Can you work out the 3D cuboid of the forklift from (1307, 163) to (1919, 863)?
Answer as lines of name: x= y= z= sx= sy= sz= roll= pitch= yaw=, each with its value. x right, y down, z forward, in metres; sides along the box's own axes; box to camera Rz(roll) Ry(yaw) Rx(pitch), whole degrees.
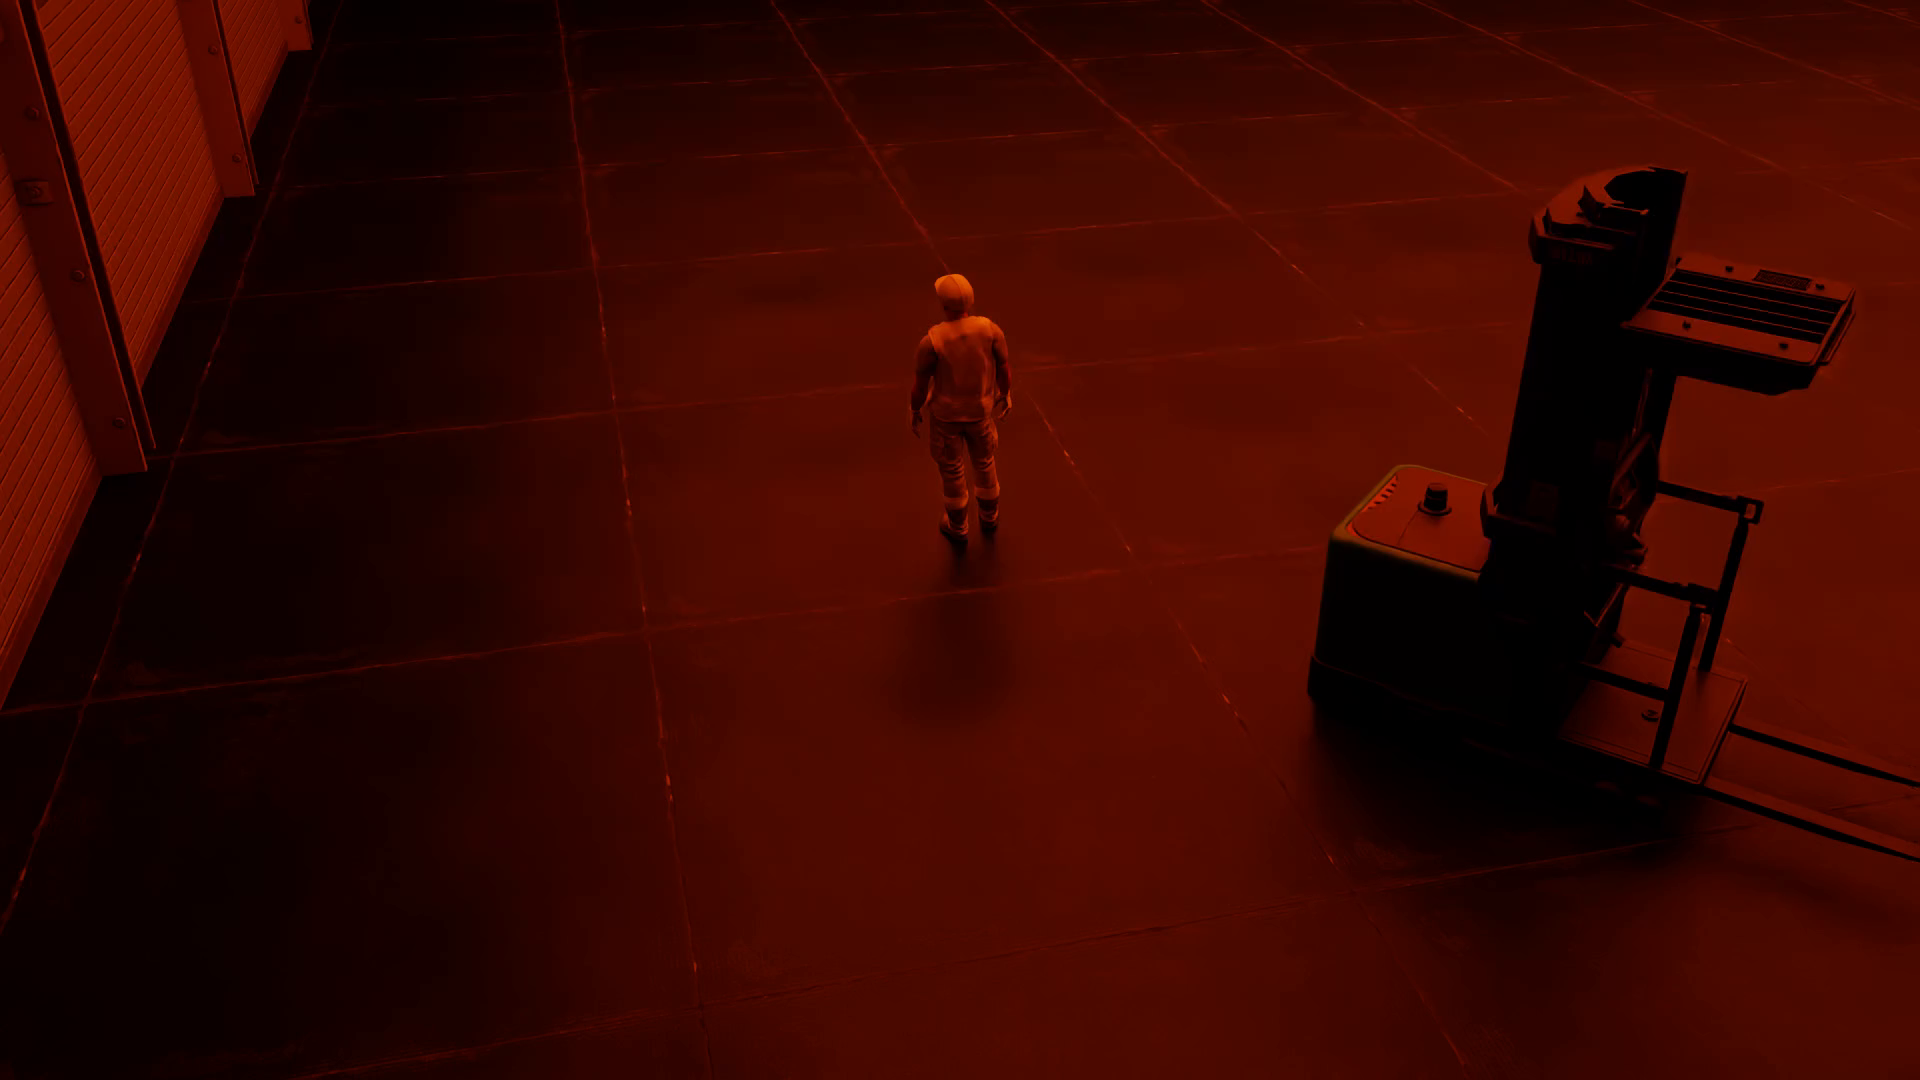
forklift: x=3.374 y=-0.165 z=7.860 sx=3.031 sy=2.935 sz=1.130 roll=19 pitch=35 yaw=29

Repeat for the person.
person: x=-0.007 y=-0.821 z=10.118 sx=0.637 sy=1.787 sz=0.564 roll=-7 pitch=31 yaw=-12
